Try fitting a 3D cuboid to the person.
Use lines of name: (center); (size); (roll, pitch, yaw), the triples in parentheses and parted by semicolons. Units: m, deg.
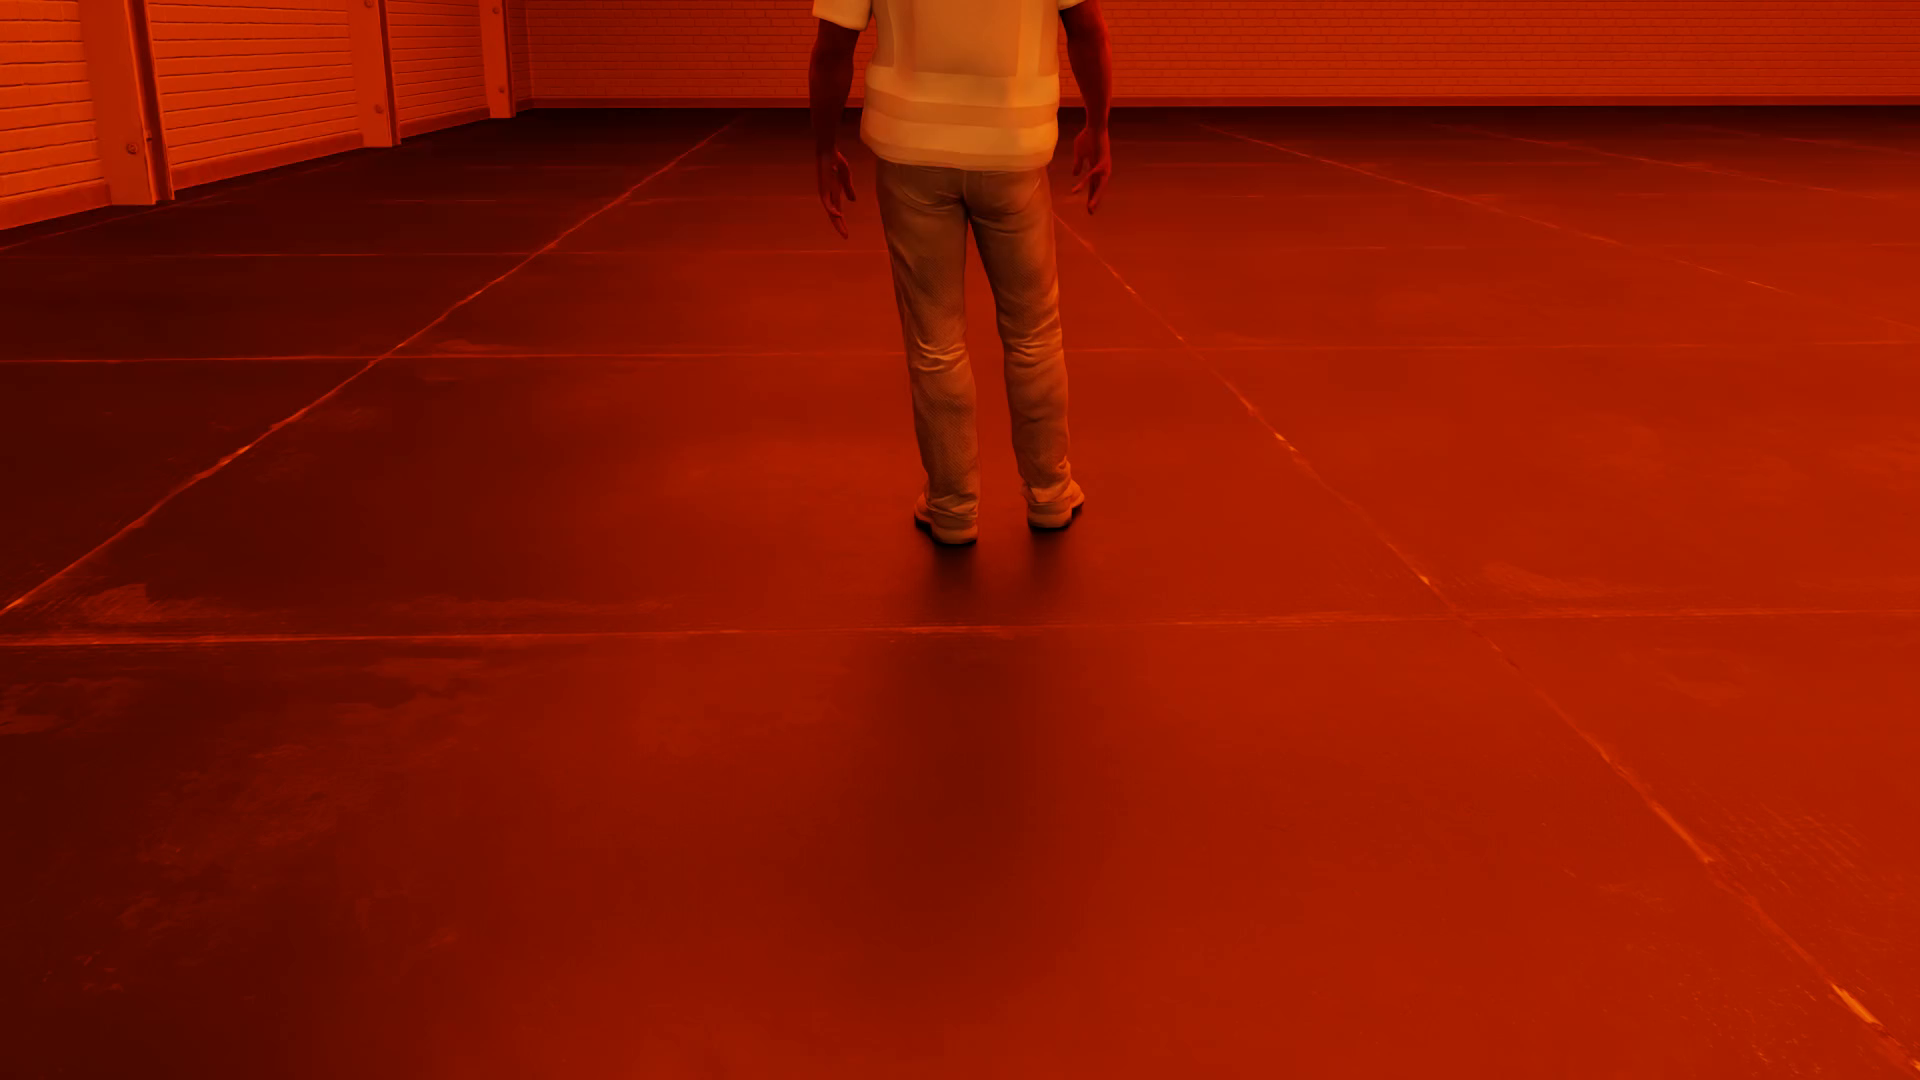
person: (0.003, -0.872, 3.724); (0.665, 1.765, 0.577); (-1, 17, -3)
